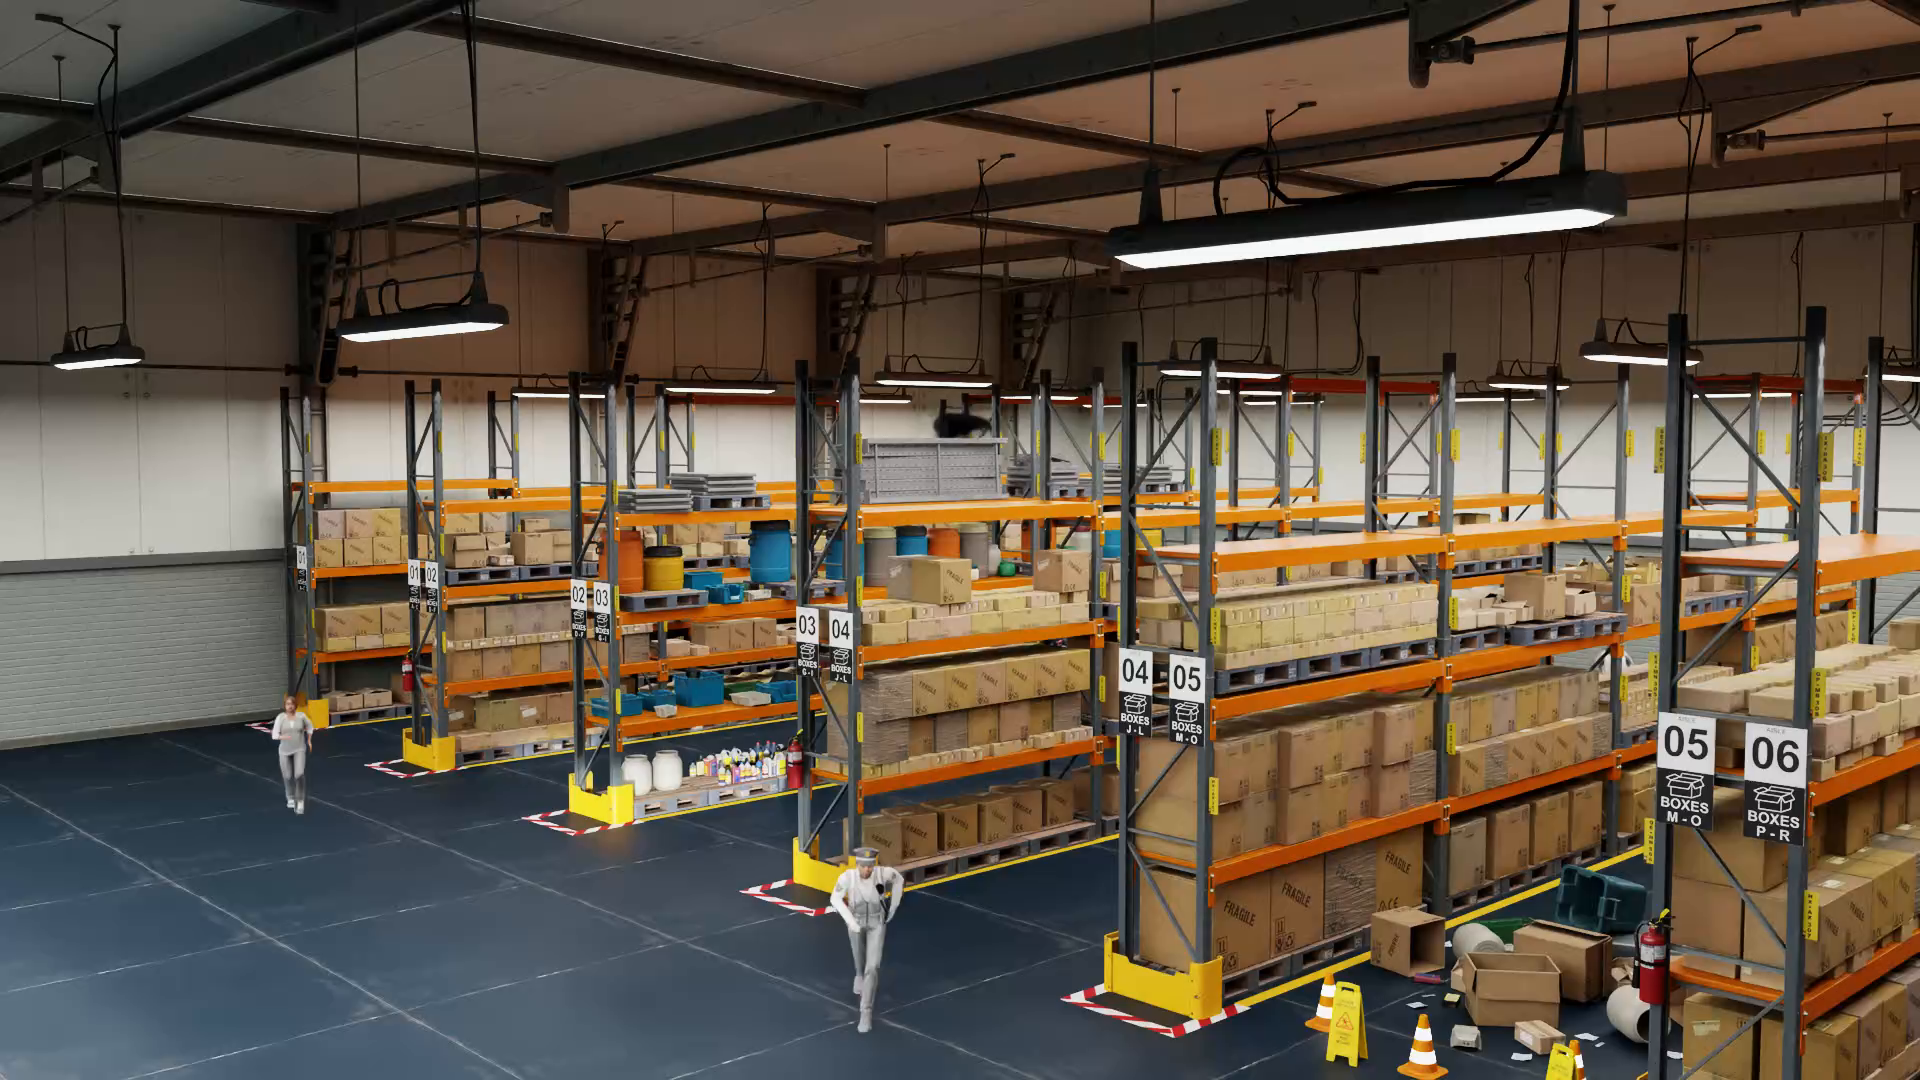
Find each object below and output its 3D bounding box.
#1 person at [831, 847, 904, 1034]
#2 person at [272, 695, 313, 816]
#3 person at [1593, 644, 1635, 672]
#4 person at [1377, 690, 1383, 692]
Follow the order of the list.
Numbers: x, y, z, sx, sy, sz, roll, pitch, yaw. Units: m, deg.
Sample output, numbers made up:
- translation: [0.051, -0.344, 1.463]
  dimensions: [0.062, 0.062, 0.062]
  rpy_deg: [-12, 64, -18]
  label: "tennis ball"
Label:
- translation: [-0.831, 3.445, 14.785]
  dimensions: [0.655, 1.624, 0.979]
  rpy_deg: [-1, 4, -8]
  label: "person"
- translation: [-9.064, 2.970, 22.597]
  dimensions: [0.506, 1.530, 0.686]
  rpy_deg: [-1, 4, -18]
  label: "person"
- translation: [11.299, 2.479, 28.679]
  dimensions: [0.710, 1.710, 0.562]
  rpy_deg: [1, 4, 10]
  label: "person"
- translation: [6.137, 2.883, 23.383]
  dimensions: [1.088, 1.627, 0.668]
  rpy_deg: [-3, 4, -35]
  label: "person"
